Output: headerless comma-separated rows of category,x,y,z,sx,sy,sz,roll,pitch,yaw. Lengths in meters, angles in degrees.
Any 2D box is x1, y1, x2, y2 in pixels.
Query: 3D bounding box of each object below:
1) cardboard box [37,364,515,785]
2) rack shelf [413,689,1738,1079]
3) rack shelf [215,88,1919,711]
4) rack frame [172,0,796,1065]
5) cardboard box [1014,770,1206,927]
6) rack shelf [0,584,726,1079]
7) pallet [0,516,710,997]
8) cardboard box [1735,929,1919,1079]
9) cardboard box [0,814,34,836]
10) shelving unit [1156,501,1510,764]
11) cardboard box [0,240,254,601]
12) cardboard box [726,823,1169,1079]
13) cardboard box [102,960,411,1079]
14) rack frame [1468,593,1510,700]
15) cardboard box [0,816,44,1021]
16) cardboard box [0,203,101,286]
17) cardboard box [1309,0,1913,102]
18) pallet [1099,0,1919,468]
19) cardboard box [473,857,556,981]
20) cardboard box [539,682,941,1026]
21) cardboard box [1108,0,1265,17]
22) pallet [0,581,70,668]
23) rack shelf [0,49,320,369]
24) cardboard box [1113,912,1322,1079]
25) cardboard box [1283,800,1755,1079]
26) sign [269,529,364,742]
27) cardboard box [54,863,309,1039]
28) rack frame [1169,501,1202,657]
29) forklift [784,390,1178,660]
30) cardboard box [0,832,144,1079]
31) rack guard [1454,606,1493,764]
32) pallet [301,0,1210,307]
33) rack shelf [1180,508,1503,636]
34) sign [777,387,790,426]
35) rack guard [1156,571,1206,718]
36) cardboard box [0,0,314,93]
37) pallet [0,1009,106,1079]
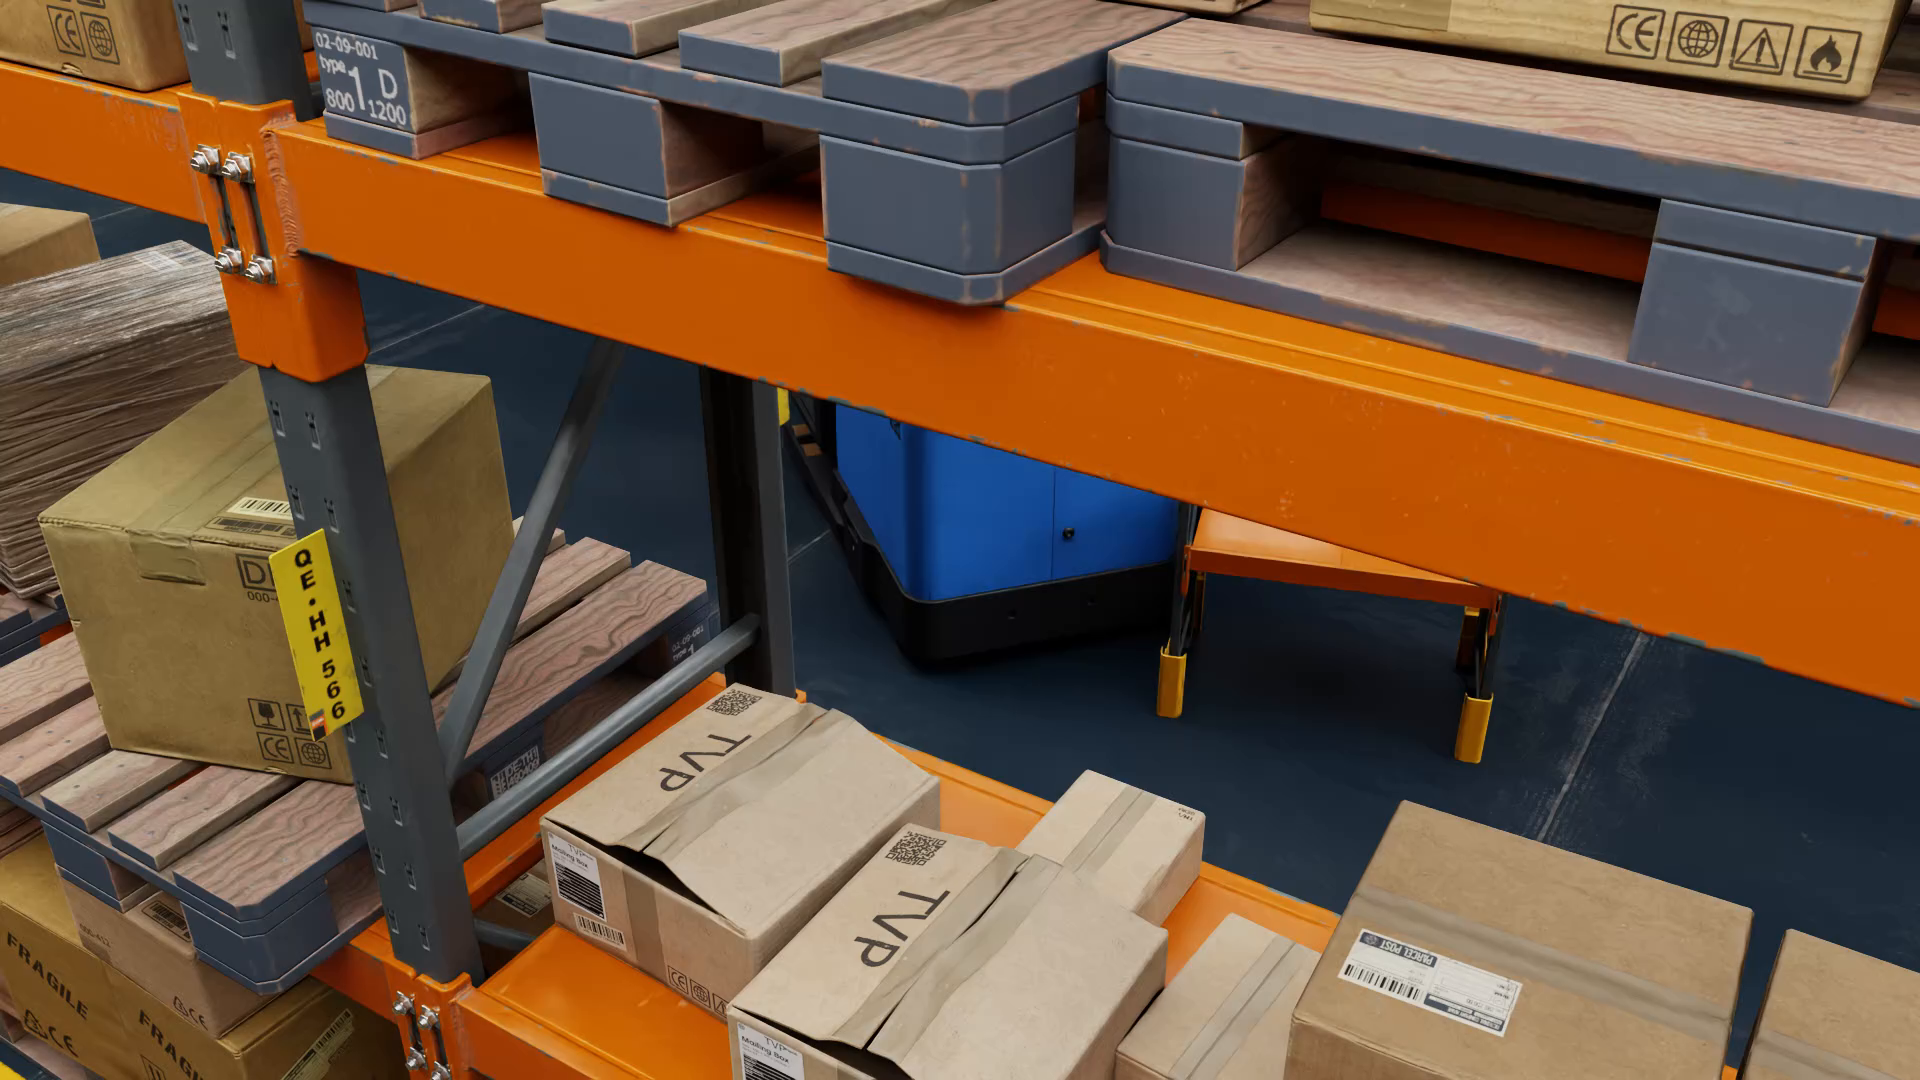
cardboard box,-1.258,0.030,3.207,0.500,0.500,0.700,6,31,11
rack shelf,1.029,1.221,2.394,4.000,0.370,1.077,18,35,27
rack shelf,1.029,-0.074,1.638,4.000,0.370,1.077,18,35,27
rack frame,-0.667,0.376,3.128,0.053,2.616,0.949,18,35,27
cardboard box,0.244,0.606,2.983,0.250,0.149,0.380,18,35,27
rack shelf,-2.359,0.150,4.230,4.000,0.370,1.077,18,35,27
pallet,-1.276,0.306,3.439,1.003,0.211,1.213,18,35,27
cardboard box,1.211,0.915,2.105,0.500,0.500,0.500,18,35,27
cardboard box,-2.500,0.505,4.208,0.500,0.250,0.500,17,34,26
shelving unit,1.267,-0.119,5.466,1.083,1.500,0.587,7,31,12
cardboard box,-1.931,-0.297,3.766,0.500,0.500,0.700,25,39,36
cardboard box,-0.010,0.736,2.601,0.500,0.311,0.500,17,34,27
cardboard box,-1.582,1.114,3.908,0.500,0.500,0.500,19,35,29
rack frame,1.768,-0.054,5.355,0.032,1.500,0.500,7,31,12
cardboard box,-2.468,0.837,4.382,0.500,0.500,0.500,16,34,26
cardboard box,-2.524,-0.474,4.070,0.500,0.500,0.700,9,31,15
cardboard box,0.681,-0.649,1.641,0.500,0.250,0.500,17,34,26
pallet,0.906,-0.397,1.665,1.213,0.211,1.003,19,35,30
cardboard box,-0.898,1.021,4.068,0.500,0.500,0.500,19,35,29
cardboard box,-0.380,0.529,2.954,0.500,0.311,0.500,20,36,30
cardboard box,0.203,-0.807,1.912,0.500,0.250,0.500,19,35,29
pallet,-2.314,-0.061,4.069,1.213,0.211,1.003,18,35,27
rack shelf,-2.359,-1.146,3.475,4.000,0.370,1.077,18,35,27
cardboard box,0.445,0.801,2.650,0.250,0.149,0.380,20,36,31
cardboard box,0.765,0.774,2.347,0.500,0.500,0.500,16,34,25
sign,-0.945,0.143,2.458,0.005,0.325,0.100,18,35,27
cardboard box,-1.632,0.777,3.741,0.500,0.250,0.500,19,35,29
rack frame,0.784,-0.182,5.574,0.032,1.500,0.500,7,31,12
forklift,-0.139,-1.573,6.537,1.130,2.935,3.031,-9,32,-15
cardboard box,-2.020,0.975,4.145,0.500,0.500,0.500,16,34,26
rack guard,1.750,0.483,5.674,0.087,0.250,0.587,7,31,12
pallet,-0.043,-0.696,2.176,1.003,0.211,1.213,19,35,30
rack shelf,1.276,0.037,5.555,1.000,0.185,0.538,7,31,12
sign,-0.373,-0.363,3.247,0.005,0.325,0.100,18,35,27
rack guard,0.785,0.358,5.889,0.087,0.250,0.587,7,31,12
cardboard box,-1.052,-1.067,2.525,0.500,0.500,0.910,18,35,27
pallet,-2.306,1.036,4.765,1.213,0.211,1.003,18,35,27
